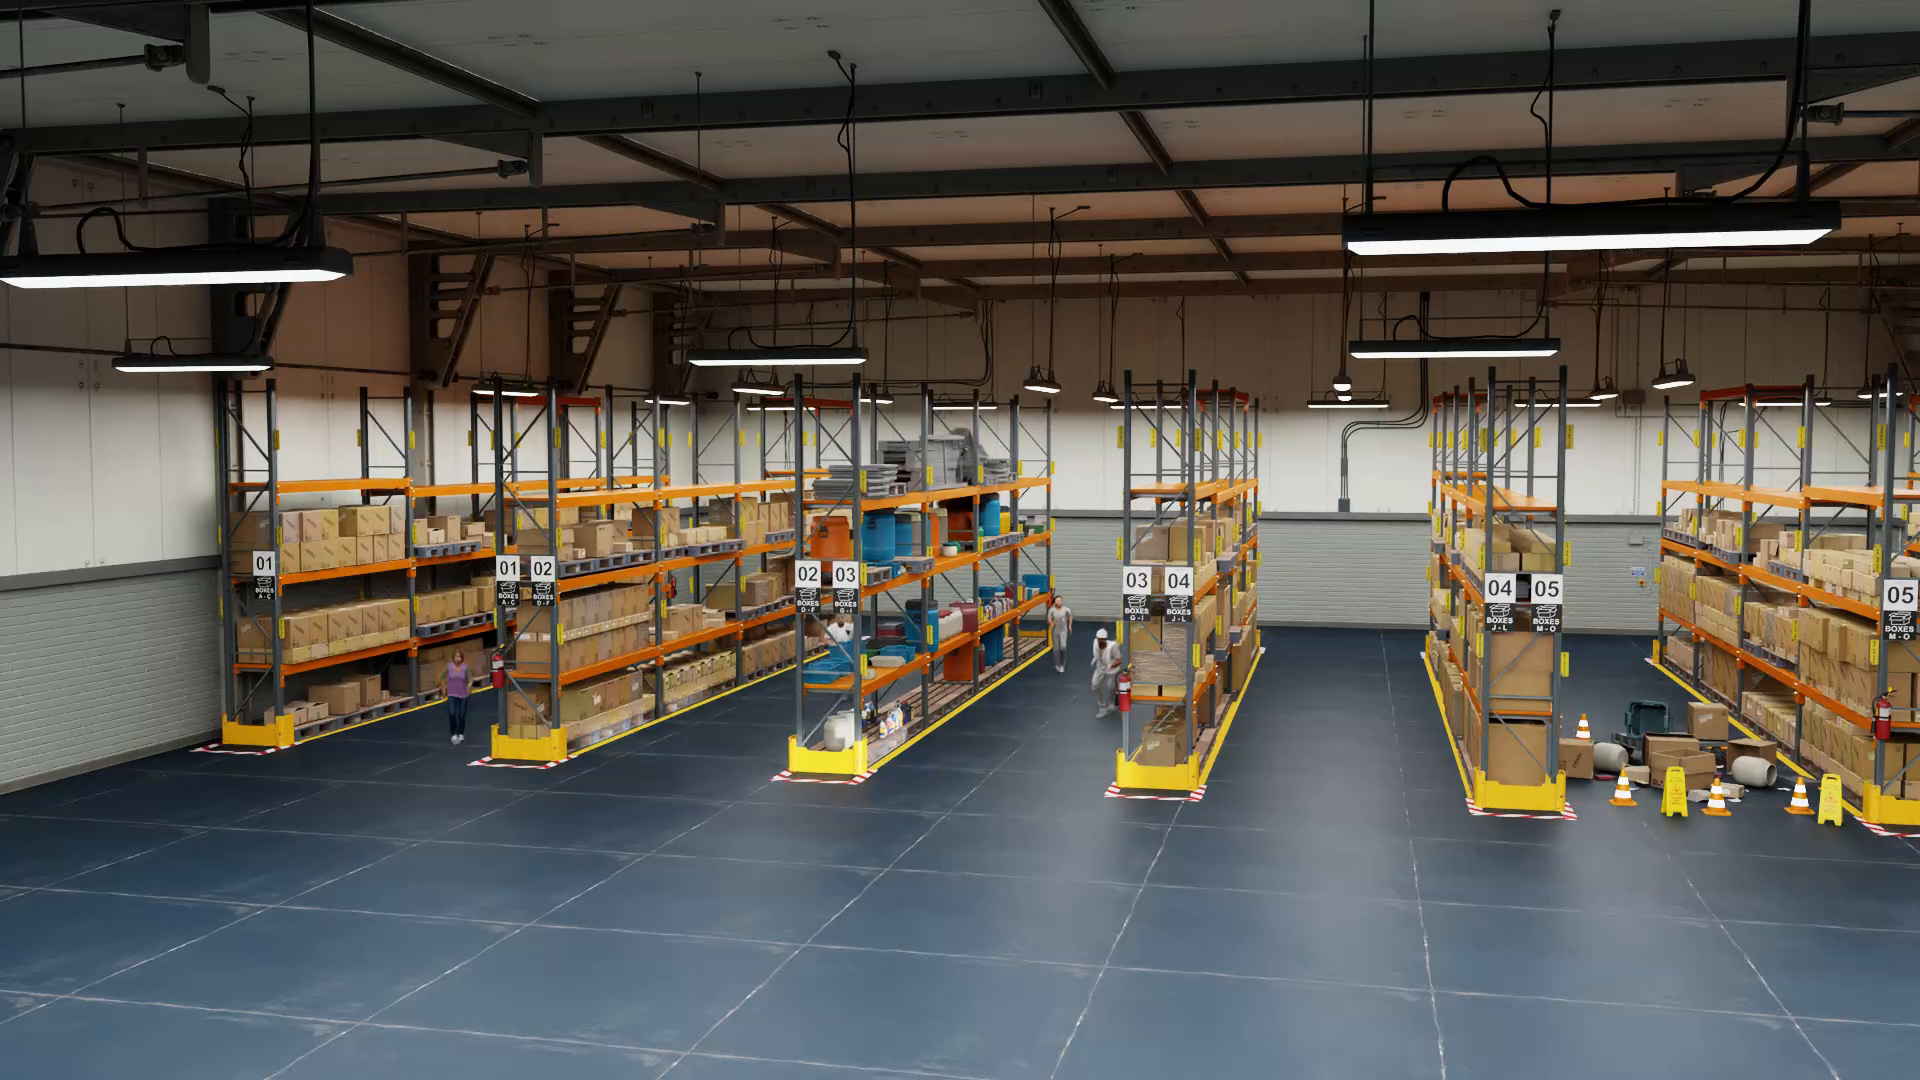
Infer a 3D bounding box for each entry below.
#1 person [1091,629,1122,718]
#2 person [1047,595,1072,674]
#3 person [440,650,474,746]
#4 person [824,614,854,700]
[{"bbox_3d":[2.670,2.370,30.066,0.702,1.607,1.099,2,4,25],"label":"person"},{"bbox_3d":[2.142,2.027,35.726,0.534,1.691,0.793,0,3,6],"label":"person"},{"bbox_3d":[-8.247,2.577,27.267,0.530,1.572,0.752,-1,4,-18],"label":"person"},{"bbox_3d":[-2.311,2.204,32.334,0.659,1.739,0.837,0,3,-2],"label":"person"}]
